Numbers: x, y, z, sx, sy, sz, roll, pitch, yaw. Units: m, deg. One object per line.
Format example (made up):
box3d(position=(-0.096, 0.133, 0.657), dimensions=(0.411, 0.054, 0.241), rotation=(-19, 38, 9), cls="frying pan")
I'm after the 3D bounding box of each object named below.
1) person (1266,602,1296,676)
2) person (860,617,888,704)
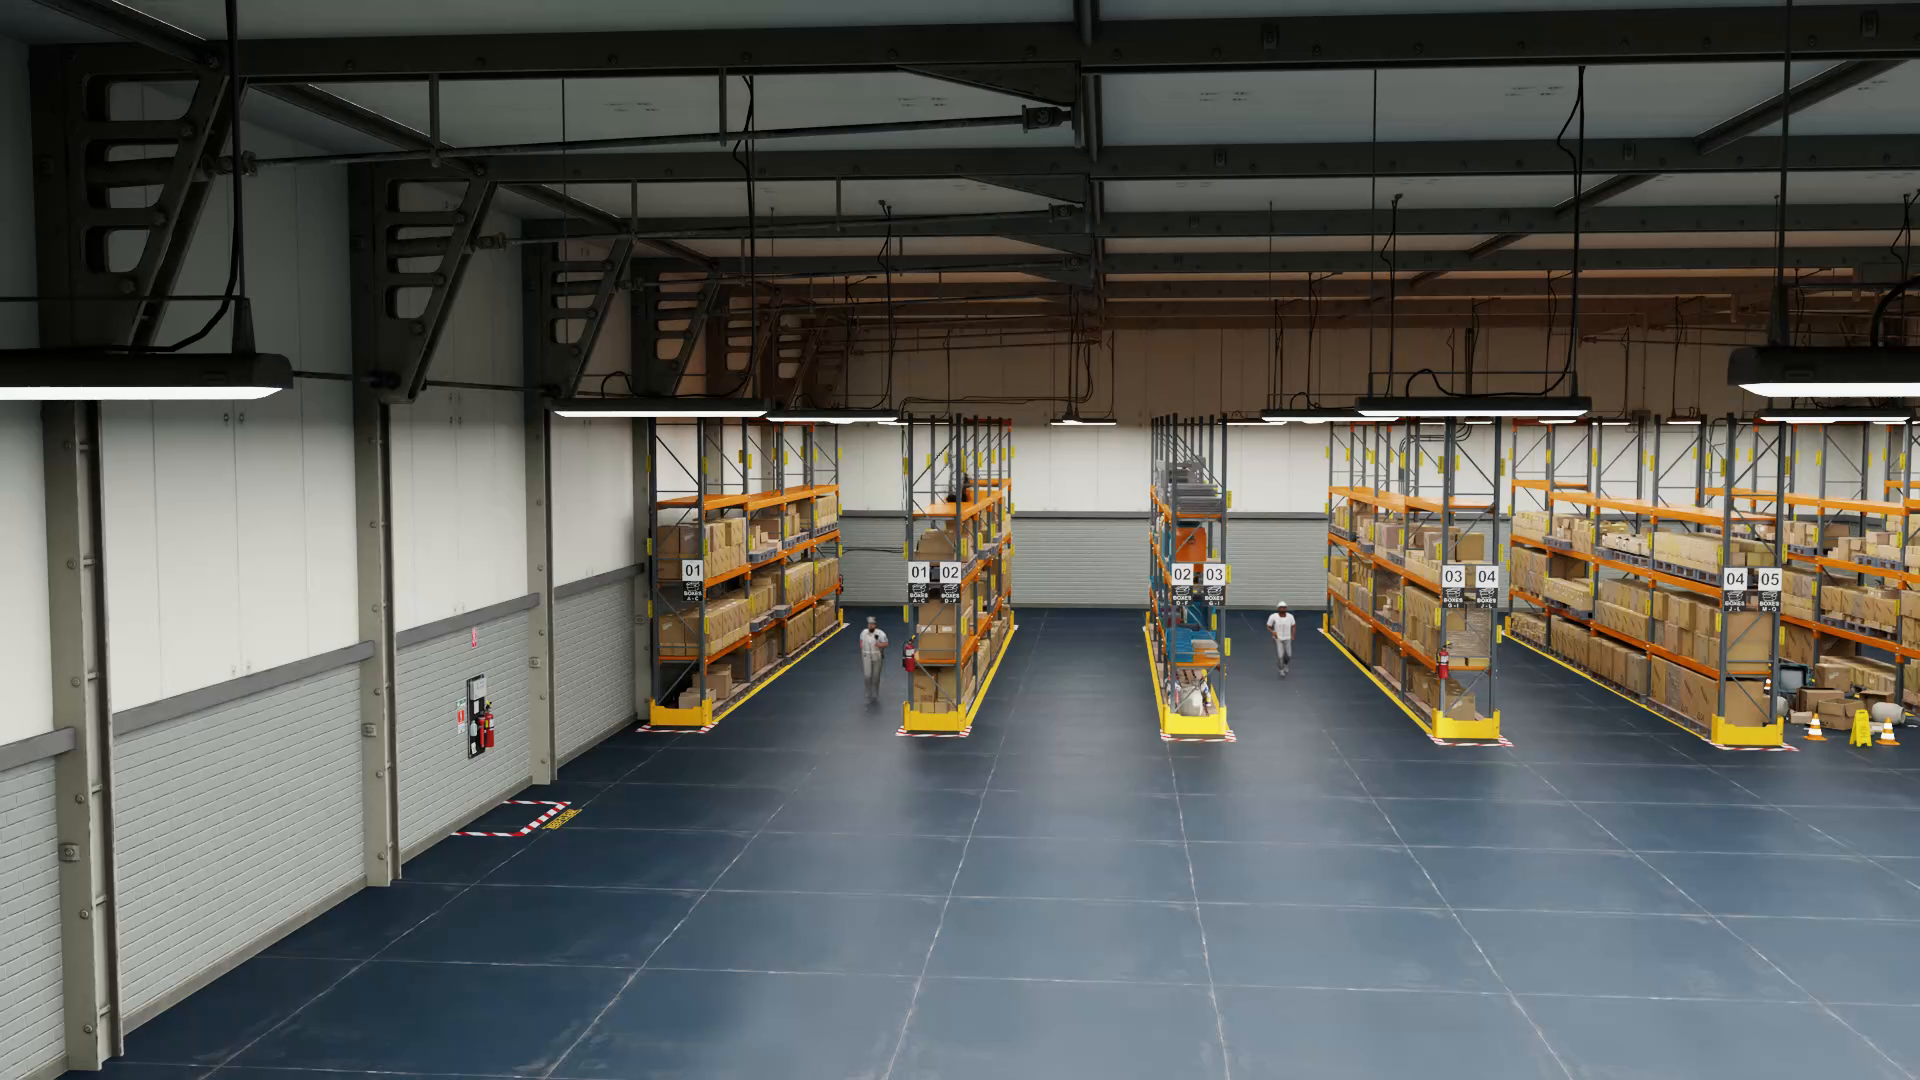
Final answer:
box3d(position=(7.406, 2.278, 38.278), dimensions=(0.704, 1.726, 0.570), rotation=(0, 4, 0), cls="person")
box3d(position=(-1.806, 2.519, 34.755), dimensions=(0.626, 1.863, 0.785), rotation=(0, 4, 2), cls="person")
